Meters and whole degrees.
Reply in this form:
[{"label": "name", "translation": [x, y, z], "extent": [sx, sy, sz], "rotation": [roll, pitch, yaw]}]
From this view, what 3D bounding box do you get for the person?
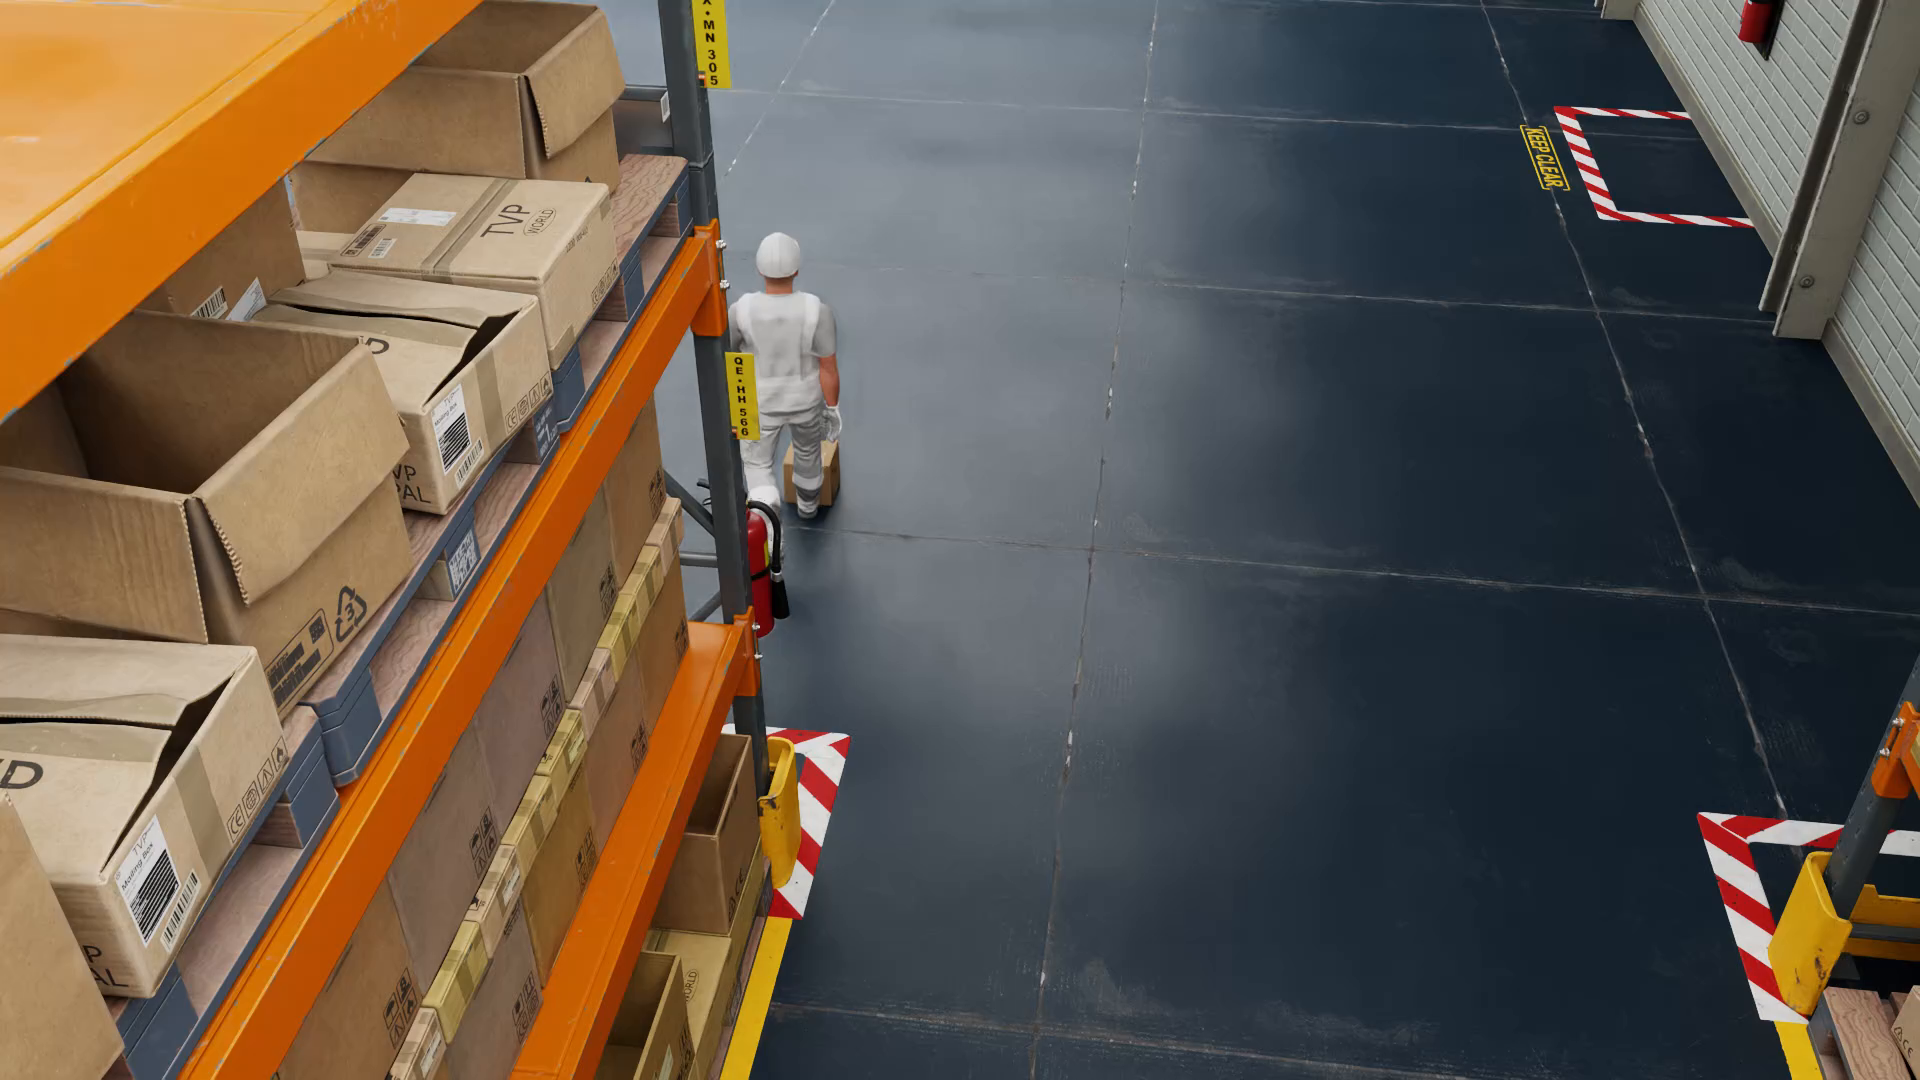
[{"label": "person", "translation": [-0.855, -0.701, 8.023], "extent": [0.539, 1.762, 0.959], "rotation": [-5, 36, -7]}]
